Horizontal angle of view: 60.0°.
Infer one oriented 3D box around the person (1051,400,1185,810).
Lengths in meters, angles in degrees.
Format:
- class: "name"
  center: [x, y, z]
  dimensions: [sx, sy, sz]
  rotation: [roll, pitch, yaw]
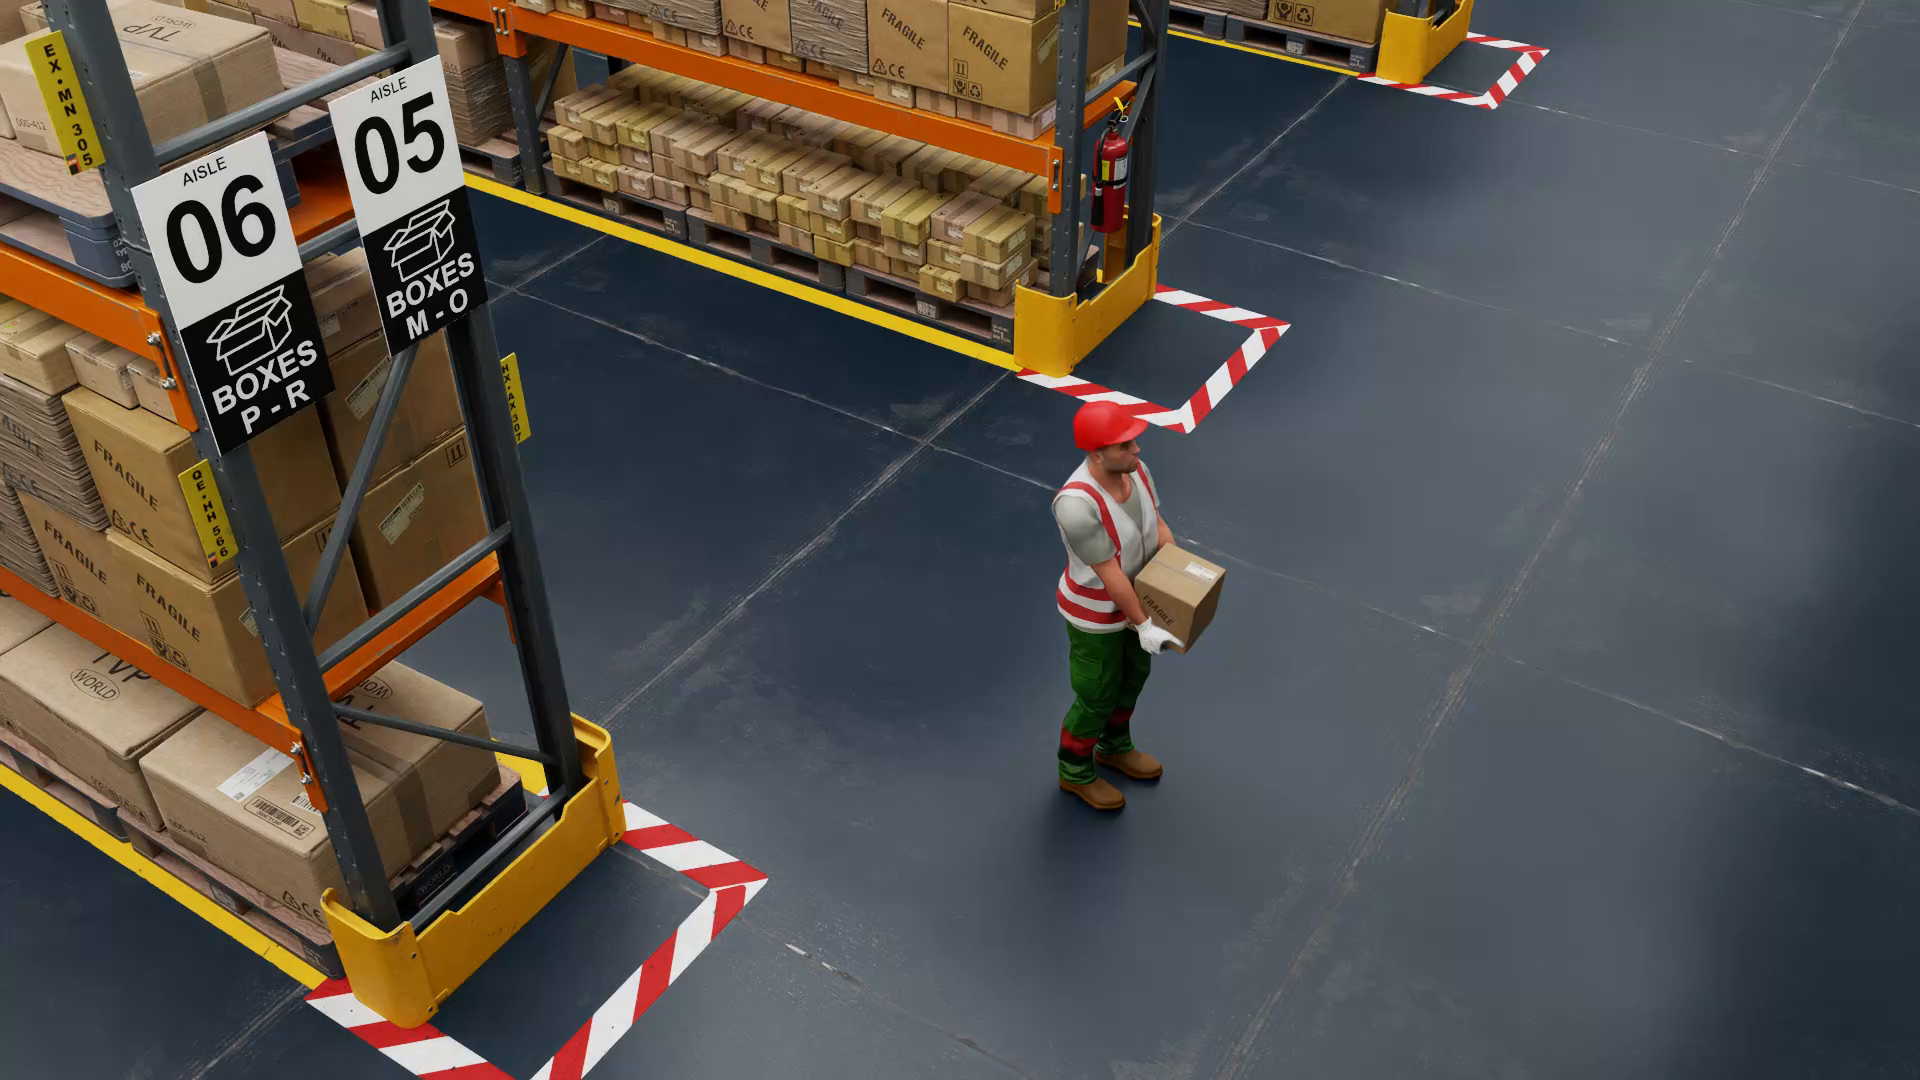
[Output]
- class: "person"
  center: [0.652, 0.282, 6.307]
  dimensions: [0.574, 1.781, 0.493]
  rotation: [22, 43, 25]
